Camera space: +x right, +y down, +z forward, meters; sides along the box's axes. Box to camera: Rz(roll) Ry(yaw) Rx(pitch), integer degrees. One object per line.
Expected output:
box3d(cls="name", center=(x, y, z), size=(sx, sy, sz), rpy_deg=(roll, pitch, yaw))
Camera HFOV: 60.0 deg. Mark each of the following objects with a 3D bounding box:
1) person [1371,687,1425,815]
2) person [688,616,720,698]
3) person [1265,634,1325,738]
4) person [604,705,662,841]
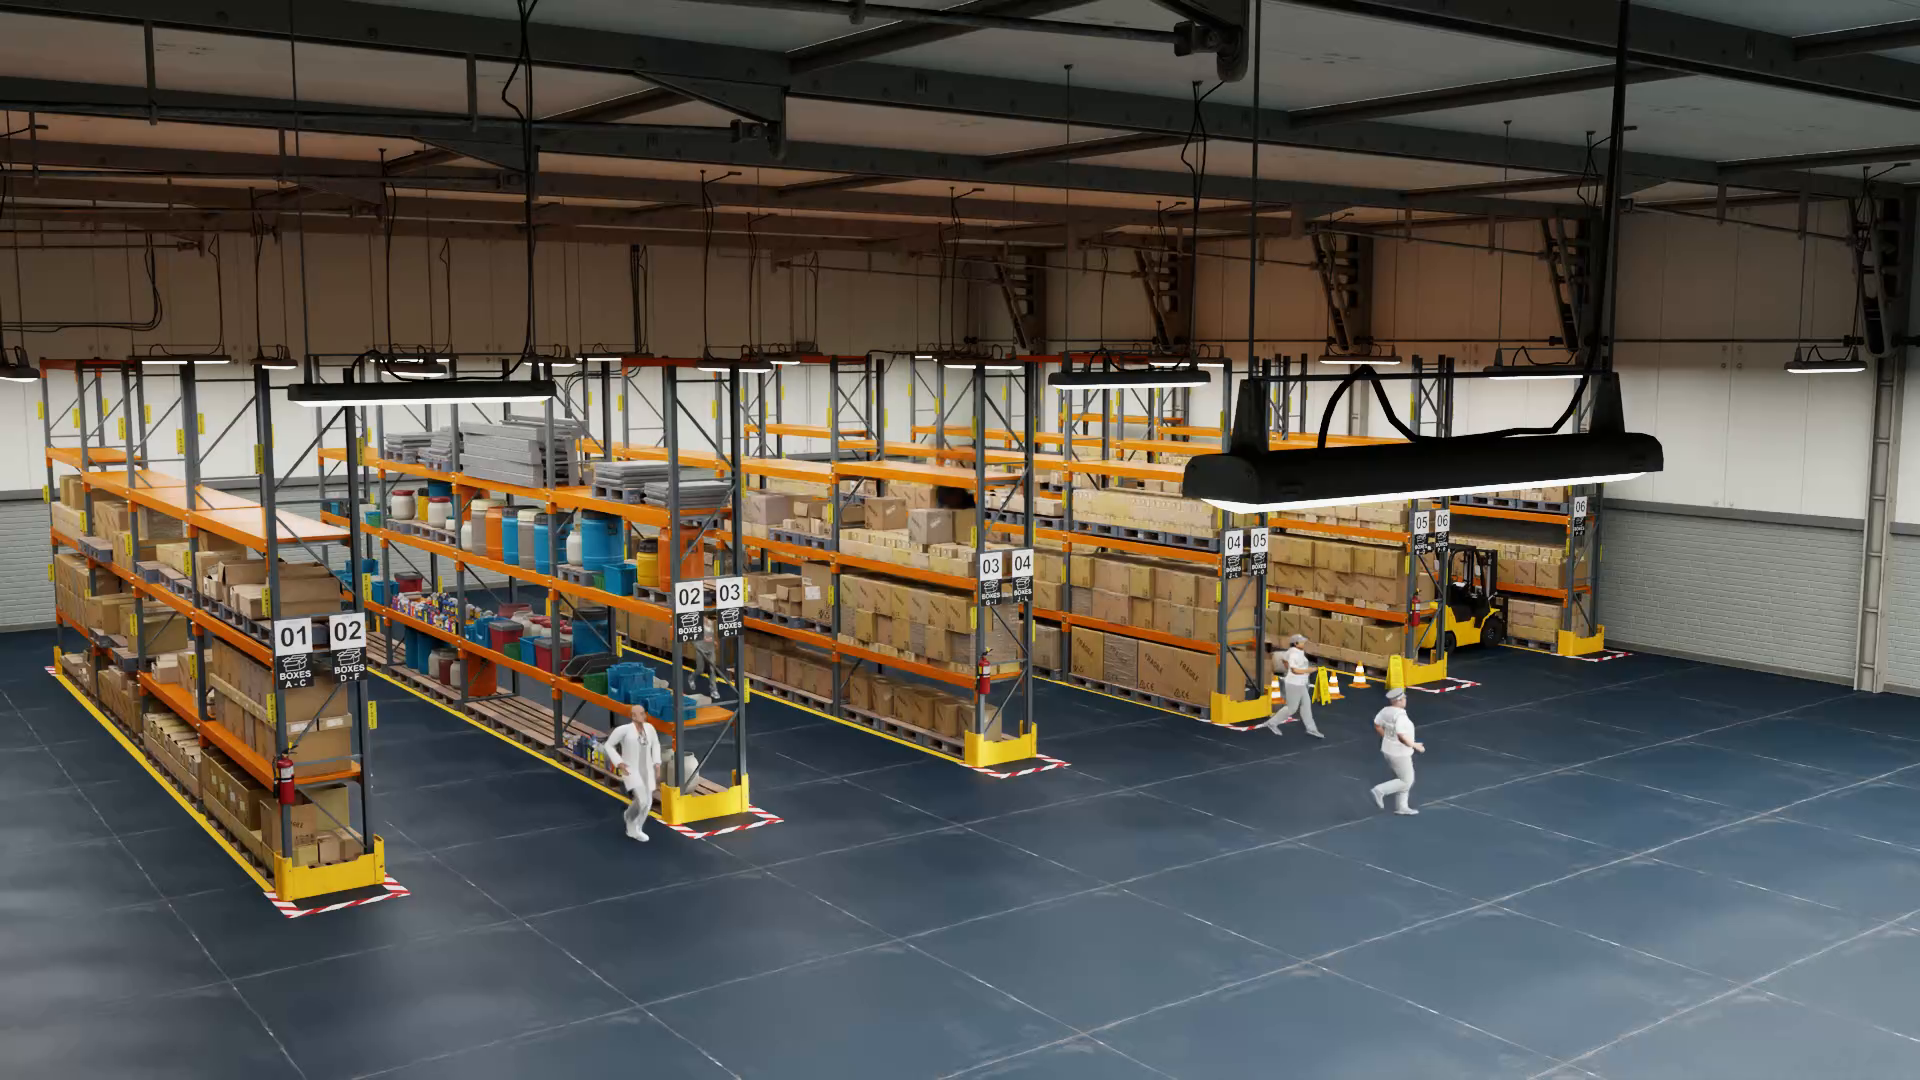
box3d(cls="person", center=(5.782, 2.824, 22.138), size=(0.752, 1.752, 0.663), rpy_deg=(-2, 7, -13))
box3d(cls="person", center=(-4.540, 1.995, 29.563), size=(0.545, 1.562, 0.871), rpy_deg=(-6, 9, -40))
box3d(cls="person", center=(5.338, 2.323, 26.400), size=(0.926, 1.679, 0.590), rpy_deg=(2, 7, 16))
box3d(cls="person", center=(-4.056, 2.953, 21.023), size=(0.737, 1.743, 0.570), rpy_deg=(-6, 9, -43))
